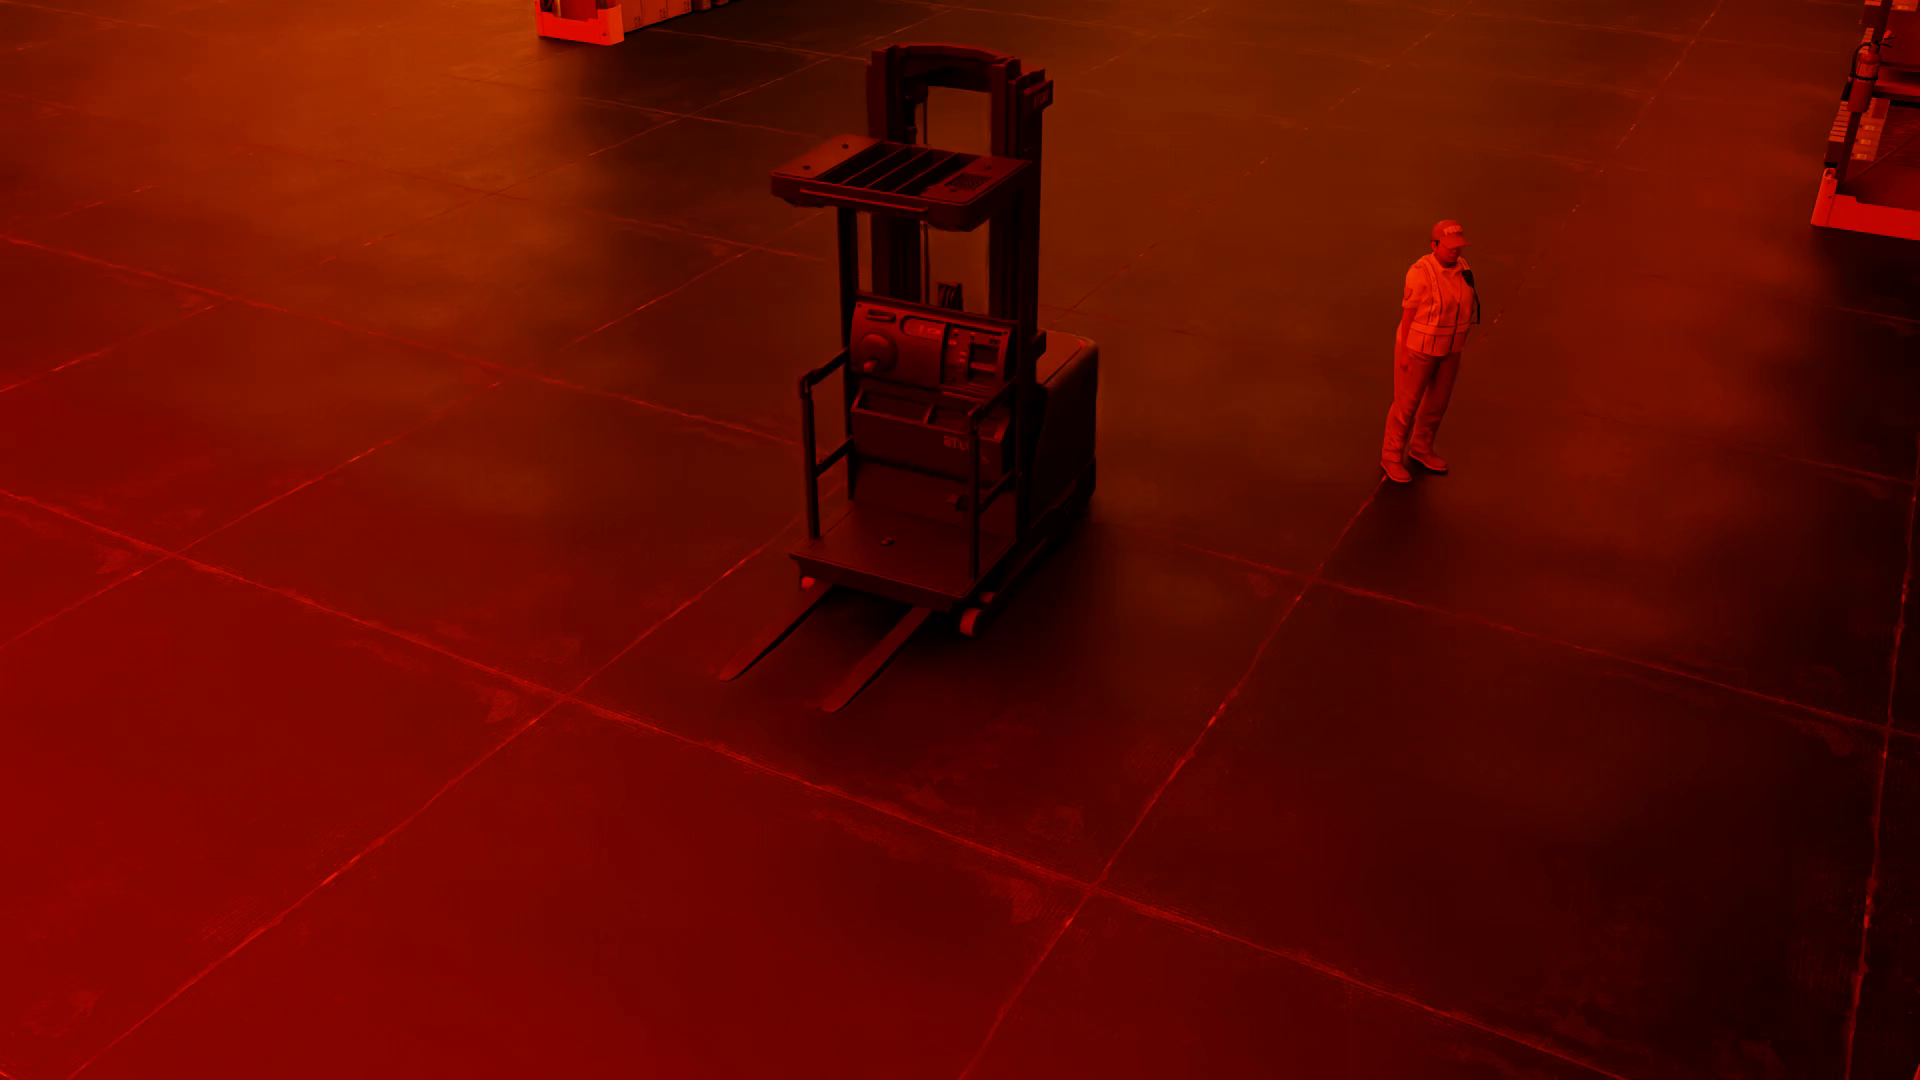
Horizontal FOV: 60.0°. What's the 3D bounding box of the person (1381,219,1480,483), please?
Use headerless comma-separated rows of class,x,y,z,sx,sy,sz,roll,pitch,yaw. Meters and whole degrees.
person,2.948,-1.191,10.407,0.481,1.669,0.381,-15,33,-24

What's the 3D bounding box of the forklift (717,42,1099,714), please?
forklift,-0.256,-0.986,8.779,1.130,2.935,3.031,14,33,22
